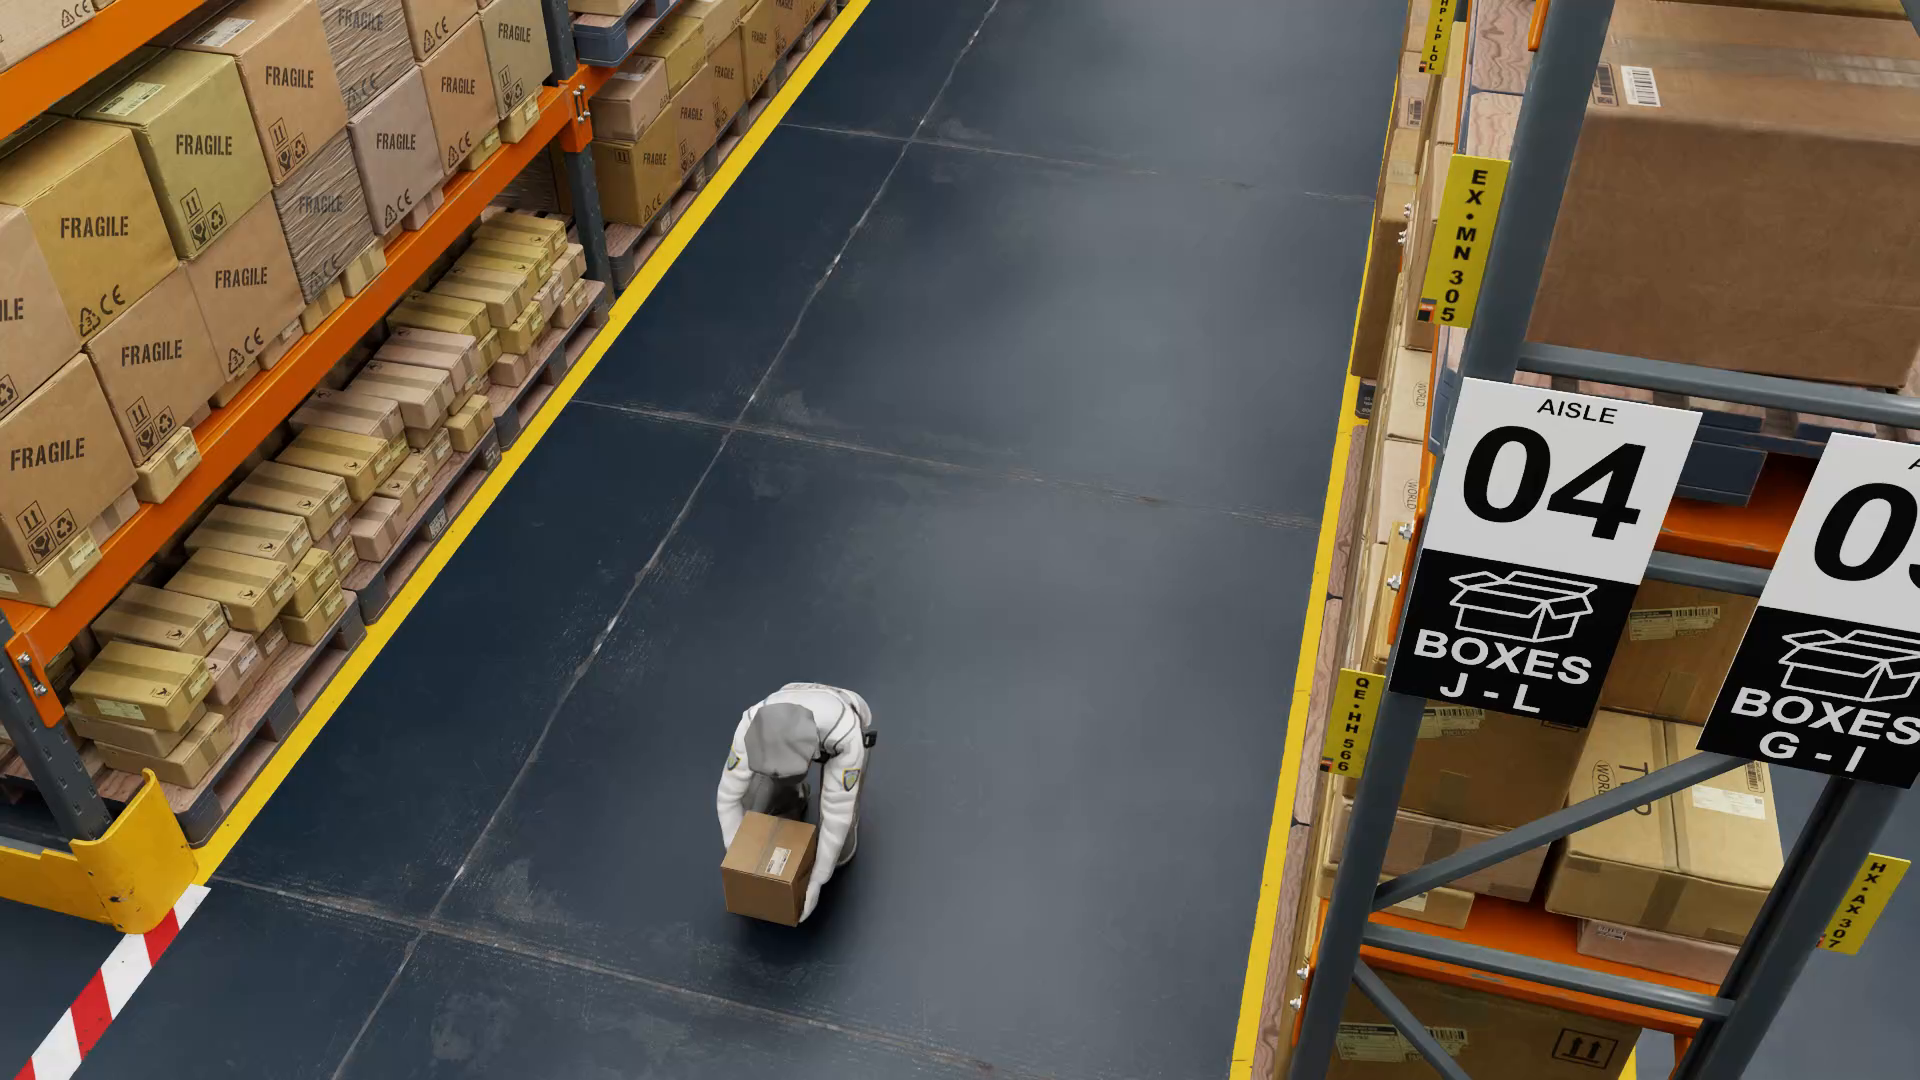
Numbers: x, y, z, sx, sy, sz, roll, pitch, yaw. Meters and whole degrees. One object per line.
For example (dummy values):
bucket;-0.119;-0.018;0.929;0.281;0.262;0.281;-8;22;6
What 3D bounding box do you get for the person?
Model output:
person;-0.560;0.791;5.799;0.495;0.963;0.826;10;42;11
